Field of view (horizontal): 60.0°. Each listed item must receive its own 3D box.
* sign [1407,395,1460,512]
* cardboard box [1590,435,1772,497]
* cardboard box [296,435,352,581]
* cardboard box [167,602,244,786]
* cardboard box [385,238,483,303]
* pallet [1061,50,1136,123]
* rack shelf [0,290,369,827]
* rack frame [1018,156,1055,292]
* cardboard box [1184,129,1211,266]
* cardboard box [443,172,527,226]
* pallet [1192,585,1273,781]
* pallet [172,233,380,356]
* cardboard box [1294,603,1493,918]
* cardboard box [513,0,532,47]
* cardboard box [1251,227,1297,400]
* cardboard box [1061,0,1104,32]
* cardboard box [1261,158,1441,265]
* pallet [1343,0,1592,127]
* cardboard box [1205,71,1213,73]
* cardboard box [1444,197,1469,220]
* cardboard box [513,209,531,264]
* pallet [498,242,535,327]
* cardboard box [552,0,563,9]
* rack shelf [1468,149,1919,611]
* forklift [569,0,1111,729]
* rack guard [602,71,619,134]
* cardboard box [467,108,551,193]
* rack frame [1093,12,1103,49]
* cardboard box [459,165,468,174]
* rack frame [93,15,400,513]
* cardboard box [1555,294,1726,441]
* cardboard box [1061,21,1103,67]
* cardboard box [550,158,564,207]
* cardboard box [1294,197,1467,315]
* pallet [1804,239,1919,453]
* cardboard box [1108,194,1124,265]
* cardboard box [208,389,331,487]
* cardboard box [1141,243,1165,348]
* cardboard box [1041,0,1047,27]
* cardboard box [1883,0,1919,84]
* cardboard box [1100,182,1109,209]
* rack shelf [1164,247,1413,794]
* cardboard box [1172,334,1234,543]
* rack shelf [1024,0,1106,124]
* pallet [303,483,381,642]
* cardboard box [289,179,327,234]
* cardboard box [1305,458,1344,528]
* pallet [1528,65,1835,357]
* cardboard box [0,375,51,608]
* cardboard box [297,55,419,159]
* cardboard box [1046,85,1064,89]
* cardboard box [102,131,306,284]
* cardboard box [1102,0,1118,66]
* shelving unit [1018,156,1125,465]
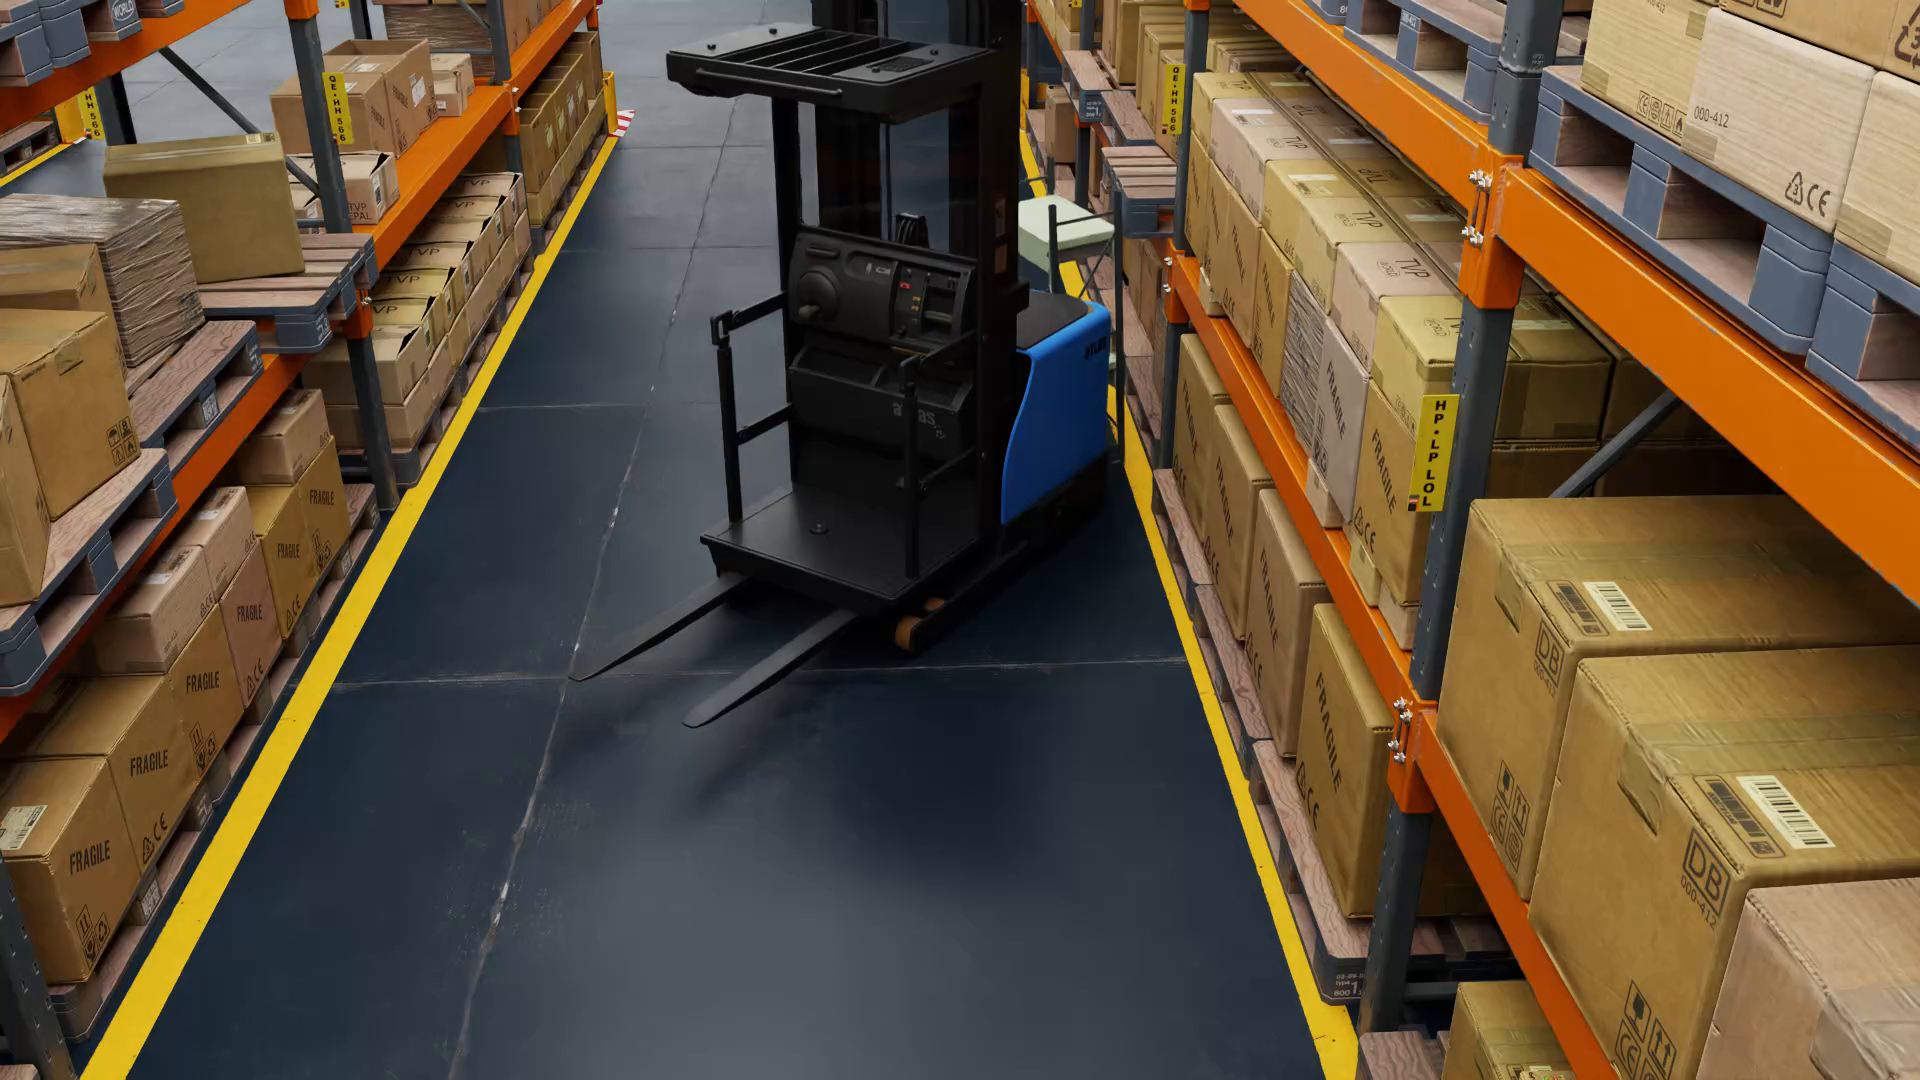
[{"bbox_3d":[1.215,-0.220,4.262,0.100,0.325,0.005,-1,28,-3],"label":"sign"},{"bbox_3d":[1.984,-0.163,4.867,0.500,0.500,0.500,-2,28,-4],"label":"cardboard box"},{"bbox_3d":[-3.116,-0.146,7.513,0.500,0.500,0.500,0,28,-1],"label":"cardboard box"},{"bbox_3d":[-3.030,0.569,6.143,0.500,0.500,0.500,-1,28,-2],"label":"cardboard box"},{"bbox_3d":[-3.221,-1.665,10.112,0.500,0.311,0.500,-2,28,-3],"label":"cardboard box"},{"bbox_3d":[1.233,-3.012,10.989,1.003,0.211,1.213,-1,28,-3],"label":"pallet"},{"bbox_3d":[-3.295,-0.243,6.250,1.077,0.370,4.000,-1,28,-3],"label":"rack shelf"},{"bbox_3d":[0.361,-1.343,9.173,0.400,1.500,0.023,-15,31,-20],"label":"rack frame"},{"bbox_3d":[1.317,-1.561,7.548,0.500,0.500,0.500,-1,28,-1],"label":"cardboard box"},{"bbox_3d":[-3.300,-2.368,11.460,0.500,0.311,0.500,-1,28,-3],"label":"cardboard box"},{"bbox_3d":[1.574,0.558,6.952,1.003,0.211,1.213,-1,28,-3],"label":"pallet"},{"bbox_3d":[-3.294,-1.089,7.302,1.213,0.211,1.003,-1,28,-3],"label":"pallet"},{"bbox_3d":[1.593,0.711,5.515,0.750,0.750,0.750,-1,28,-2],"label":"cardboard box"},{"bbox_3d":[-3.694,-4.057,12.676,0.700,0.500,0.500,-1,28,-2],"label":"cardboard box"},{"bbox_3d":[1.395,-0.850,6.184,0.500,0.500,0.500,-1,28,-1],"label":"cardboard box"},{"bbox_3d":[1.005,-3.940,11.889,0.500,0.500,0.500,-1,28,-3],"label":"cardboard box"},{"bbox_3d":[1.406,-1.194,6.033,0.500,0.250,0.500,-2,28,-4],"label":"cardboard box"},{"bbox_3d":[1.659,-1.427,4.705,0.805,0.209,1.217,-2,28,-5],"label":"pallet"},{"bbox_3d":[1.513,-2.063,8.378,0.700,0.500,0.500,-5,28,-9],"label":"cardboard box"},{"bbox_3d":[1.928,-0.969,5.601,0.500,0.250,0.500,-2,28,-4],"label":"cardboard box"},{"bbox_3d":[-3.297,-2.115,11.581,0.500,0.250,0.500,-2,28,-3],"label":"cardboard box"},{"bbox_3d":[-3.530,-1.757,11.390,1.003,0.211,1.213,-1,28,-3],"label":"pallet"},{"bbox_3d":[-3.773,-4.766,14.036,0.700,0.500,0.500,-1,28,-1],"label":"cardboard box"},{"bbox_3d":[1.861,0.153,2.247,1.077,0.370,4.000,-1,28,-3],"label":"rack shelf"},{"bbox_3d":[-0.473,-1.022,7.109,1.129,2.867,3.031,17,32,29],"label":"forklift"},{"bbox_3d":[-3.818,-4.083,15.537,1.175,0.500,0.348,-1,28,-3],"label":"rack guard"},{"bbox_3d":[-3.319,-2.854,12.186,0.500,0.500,0.500,-1,28,-3],"label":"cardboard box"},{"bbox_3d":[1.336,-3.454,11.628,0.949,2.616,0.053,-1,28,-3],"label":"rack frame"},{"bbox_3d":[-3.865,-3.072,12.605,0.500,0.500,0.500,-1,28,-3],"label":"cardboard box"},{"bbox_3d":[-3.399,-1.485,7.854,1.000,3.000,0.127,-1,28,-3],"label":"rack frame"},{"bbox_3d":[1.993,-0.496,4.694,0.500,0.250,0.500,-1,28,-1],"label":"cardboard box"},{"bbox_3d":[1.011,-3.608,12.064,0.500,0.250,0.500,-1,28,-3],"label":"cardboard box"},{"bbox_3d":[-3.350,-2.752,12.802,0.500,0.250,0.500,-1,28,-3],"label":"cardboard box"},{"bbox_3d":[1.433,-0.958,5.582,0.500,0.250,0.500,-1,28,-2],"label":"cardboard box"},{"bbox_3d":[1.849,-0.110,2.069,1.003,0.211,1.213,-1,28,-3],"label":"pallet"},{"bbox_3d":[1.394,-2.201,11.454,0.700,0.500,0.500,0,28,-1],"label":"cardboard box"},{"bbox_3d":[-3.109,-0.452,7.290,0.500,0.250,0.500,0,28,-1],"label":"cardboard box"},{"bbox_3d":[1.493,-1.494,10.098,0.700,0.500,0.500,-2,28,-3],"label":"cardboard box"},{"bbox_3d":[0.925,-4.302,13.395,0.500,0.250,0.500,-1,28,-2],"label":"cardboard box"},{"bbox_3d":[1.578,-0.785,2.056,0.500,0.500,0.500,-1,28,-2],"label":"cardboard box"},{"bbox_3d":[1.281,-2.639,12.654,0.380,0.166,0.250,-5,28,-9],"label":"cardboard box"},{"bbox_3d":[1.652,-0.364,6.482,1.077,0.370,4.000,-1,28,-3],"label":"rack shelf"},{"bbox_3d":[1.455,-0.497,7.830,0.750,0.750,0.750,-2,28,-3],"label":"cardboard box"},{"bbox_3d":[1.234,-4.059,13.566,1.077,0.370,4.000,-1,28,-3],"label":"rack shelf"},{"bbox_3d":[-3.398,0.097,7.836,1.003,0.211,1.213,-1,28,-3],"label":"pallet"},{"bbox_3d":[-3.374,-1.615,8.199,0.500,0.311,0.500,0,28,1],"label":"cardboard box"},{"bbox_3d":[1.378,-0.163,5.570,0.380,0.149,0.250,-1,28,-3],"label":"cardboard box"},{"bbox_3d":[1.789,-0.672,3.147,1.003,0.211,1.213,-1,28,-3],"label":"pallet"},{"bbox_3d":[-2.992,-0.093,4.622,0.700,0.500,0.500,-11,29,-20],"label":"cardboard box"},{"bbox_3d":[-3.530,-2.547,9.782,0.500,0.500,0.500,-1,28,-3],"label":"cardboard box"},{"bbox_3d":[1.076,-3.982,15.074,0.500,0.311,0.500,-4,28,-8],"label":"cardboard box"},{"bbox_3d":[-3.254,-1.428,7.182,0.700,0.500,0.500,-11,29,-20],"label":"cardboard box"},{"bbox_3d":[1.331,-3.457,11.051,0.700,0.500,0.500,-1,28,-2],"label":"cardboard box"},{"bbox_3d":[0.512,-1.189,8.878,0.431,1.500,0.755,-15,31,-20],"label":"shelving unit"}]
